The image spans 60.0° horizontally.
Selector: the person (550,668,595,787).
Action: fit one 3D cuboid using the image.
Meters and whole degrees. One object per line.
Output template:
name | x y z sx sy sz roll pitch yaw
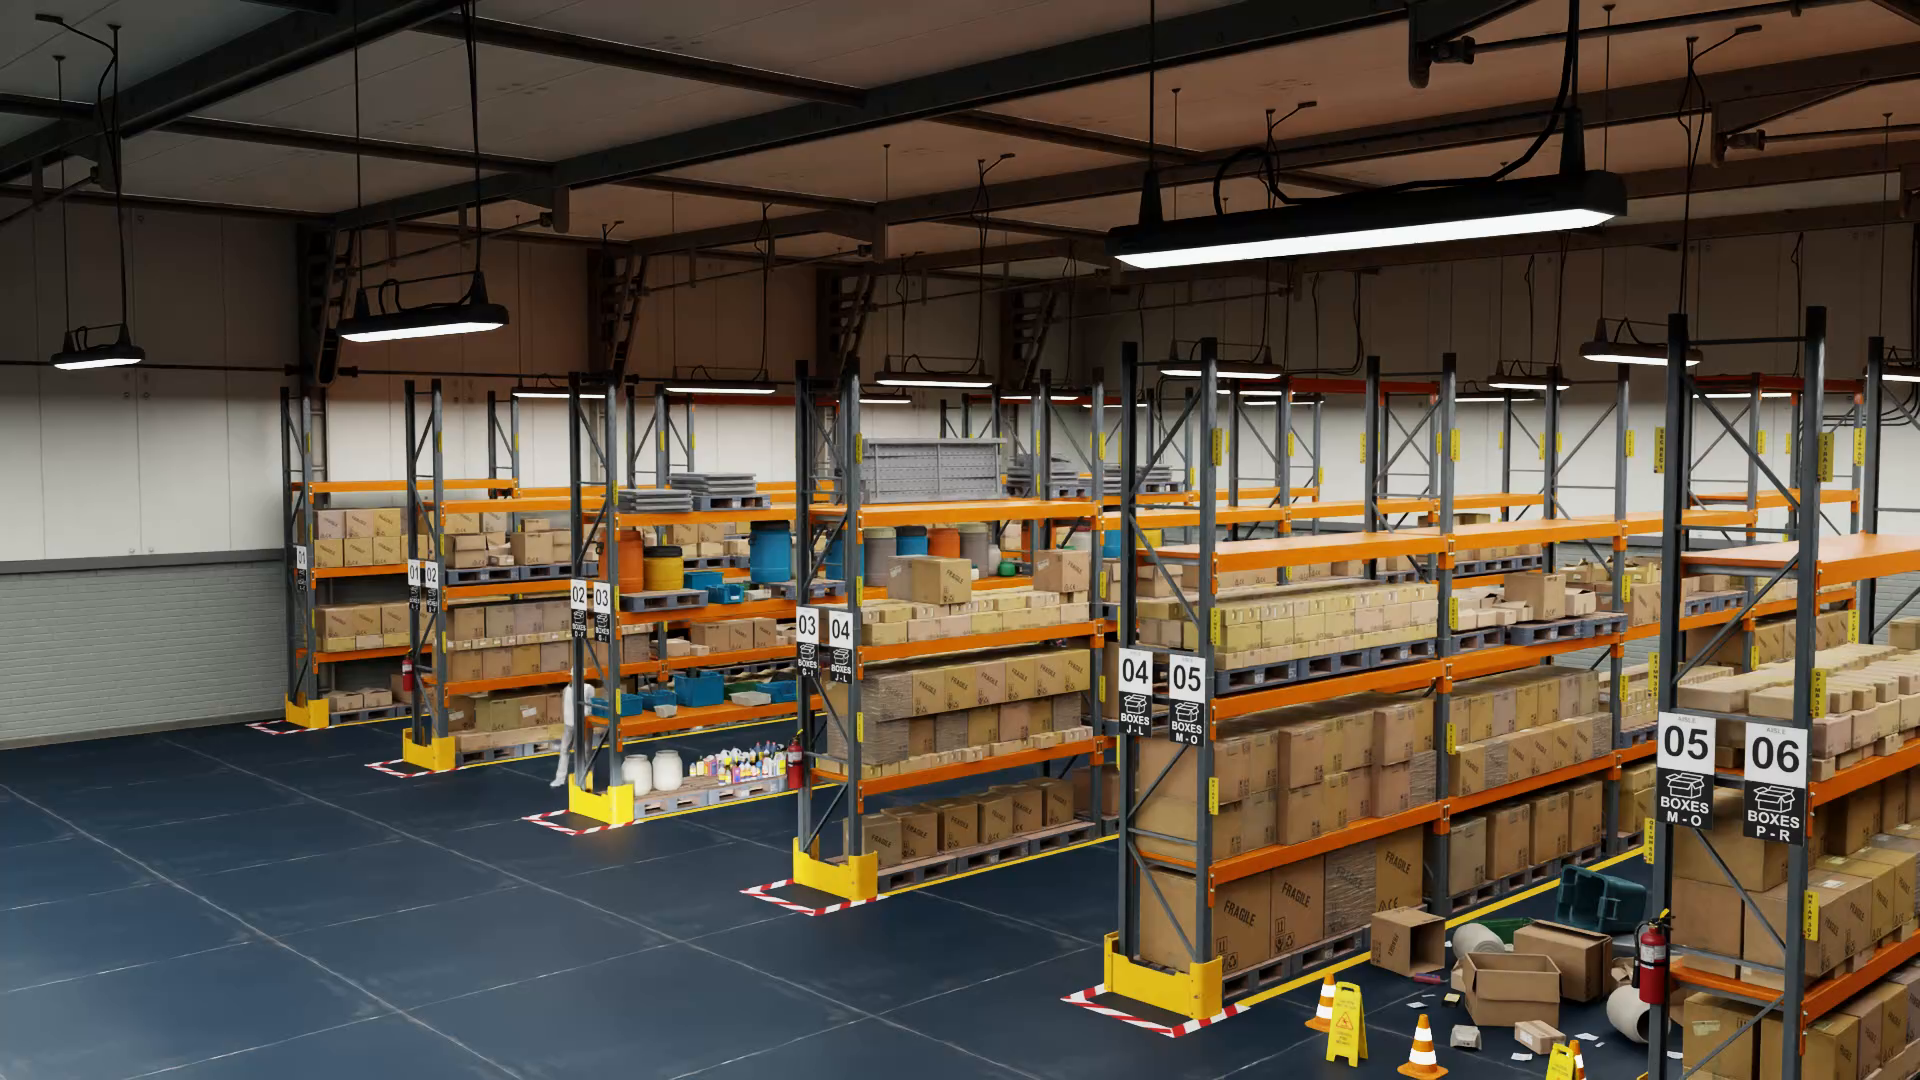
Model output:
person | -5.649 2.712 24.480 0.569 1.735 0.867 0 4 7
